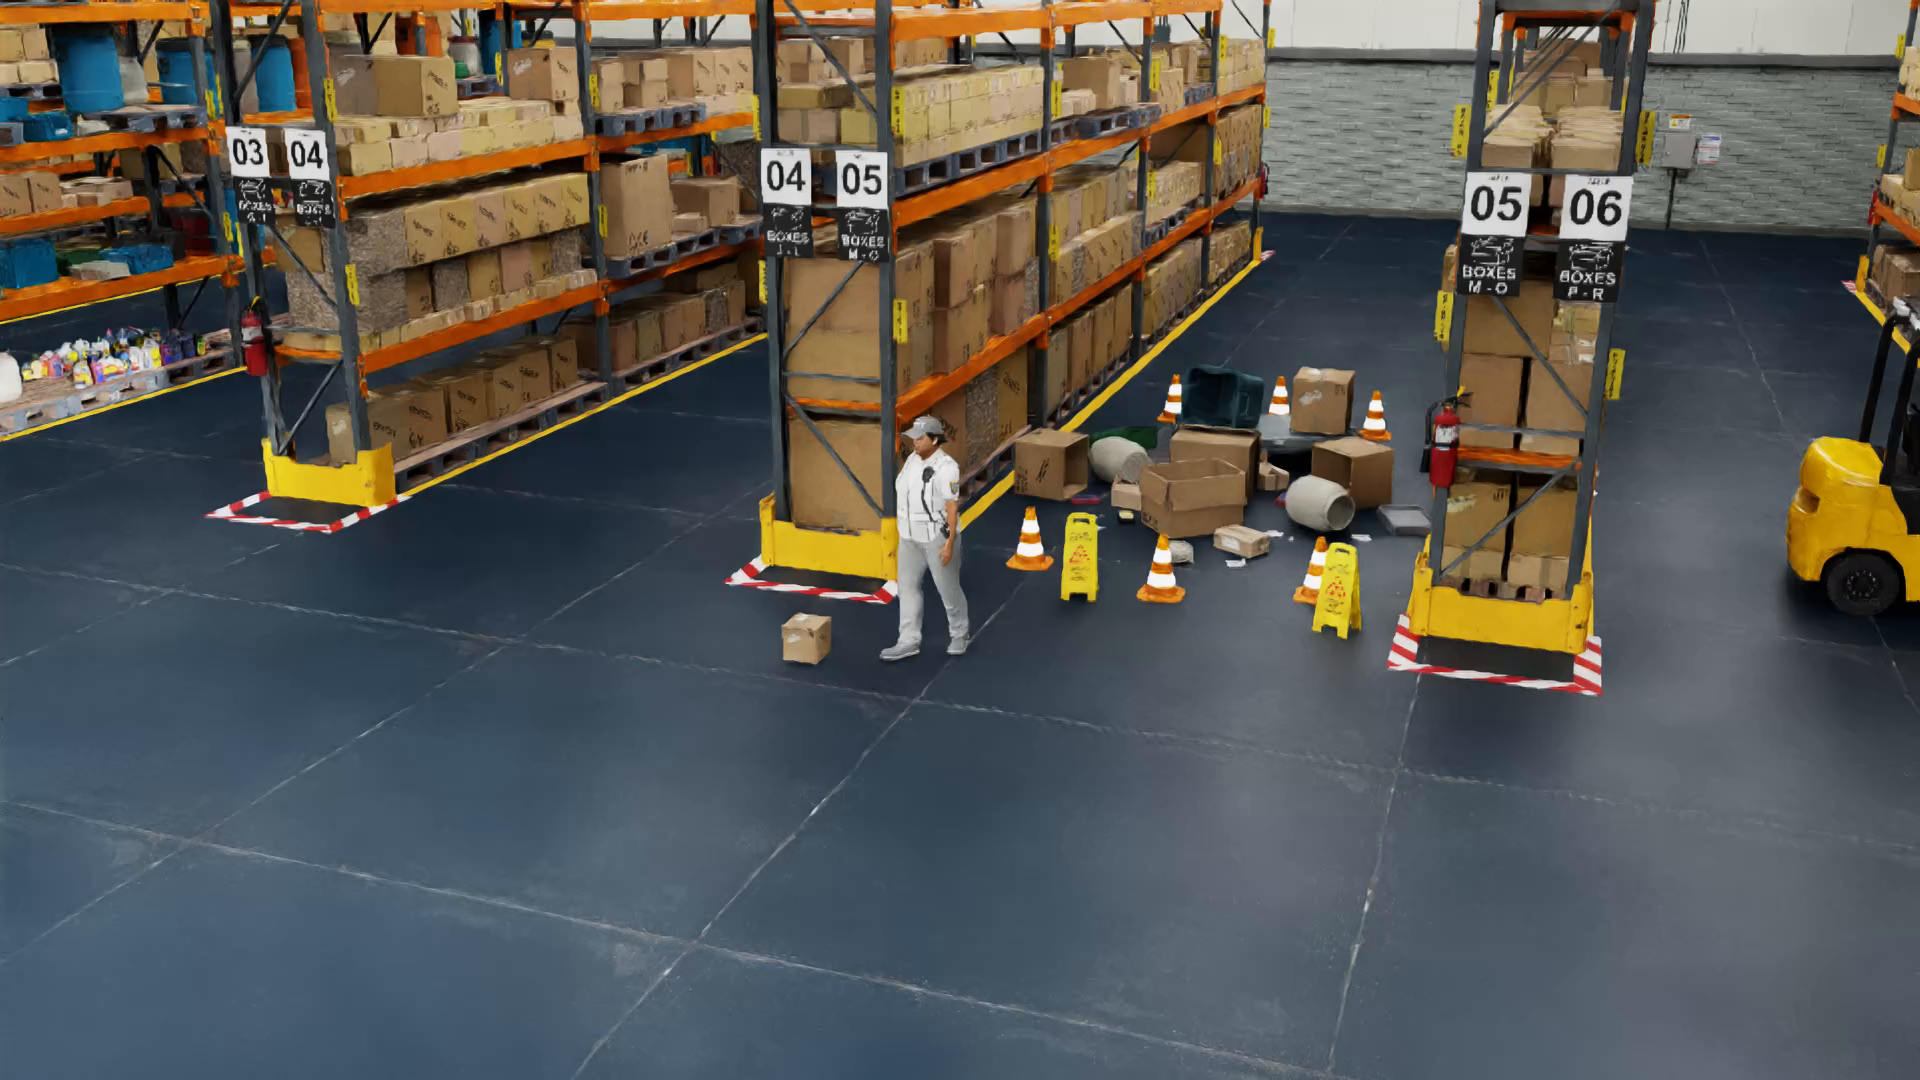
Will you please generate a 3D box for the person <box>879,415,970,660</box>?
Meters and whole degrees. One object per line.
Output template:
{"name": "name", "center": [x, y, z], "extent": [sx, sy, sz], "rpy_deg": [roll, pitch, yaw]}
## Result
{"name": "person", "center": [-0.216, -0.015, 11.081], "extent": [0.470, 1.654, 0.637], "rpy_deg": [16, 25, 39]}
